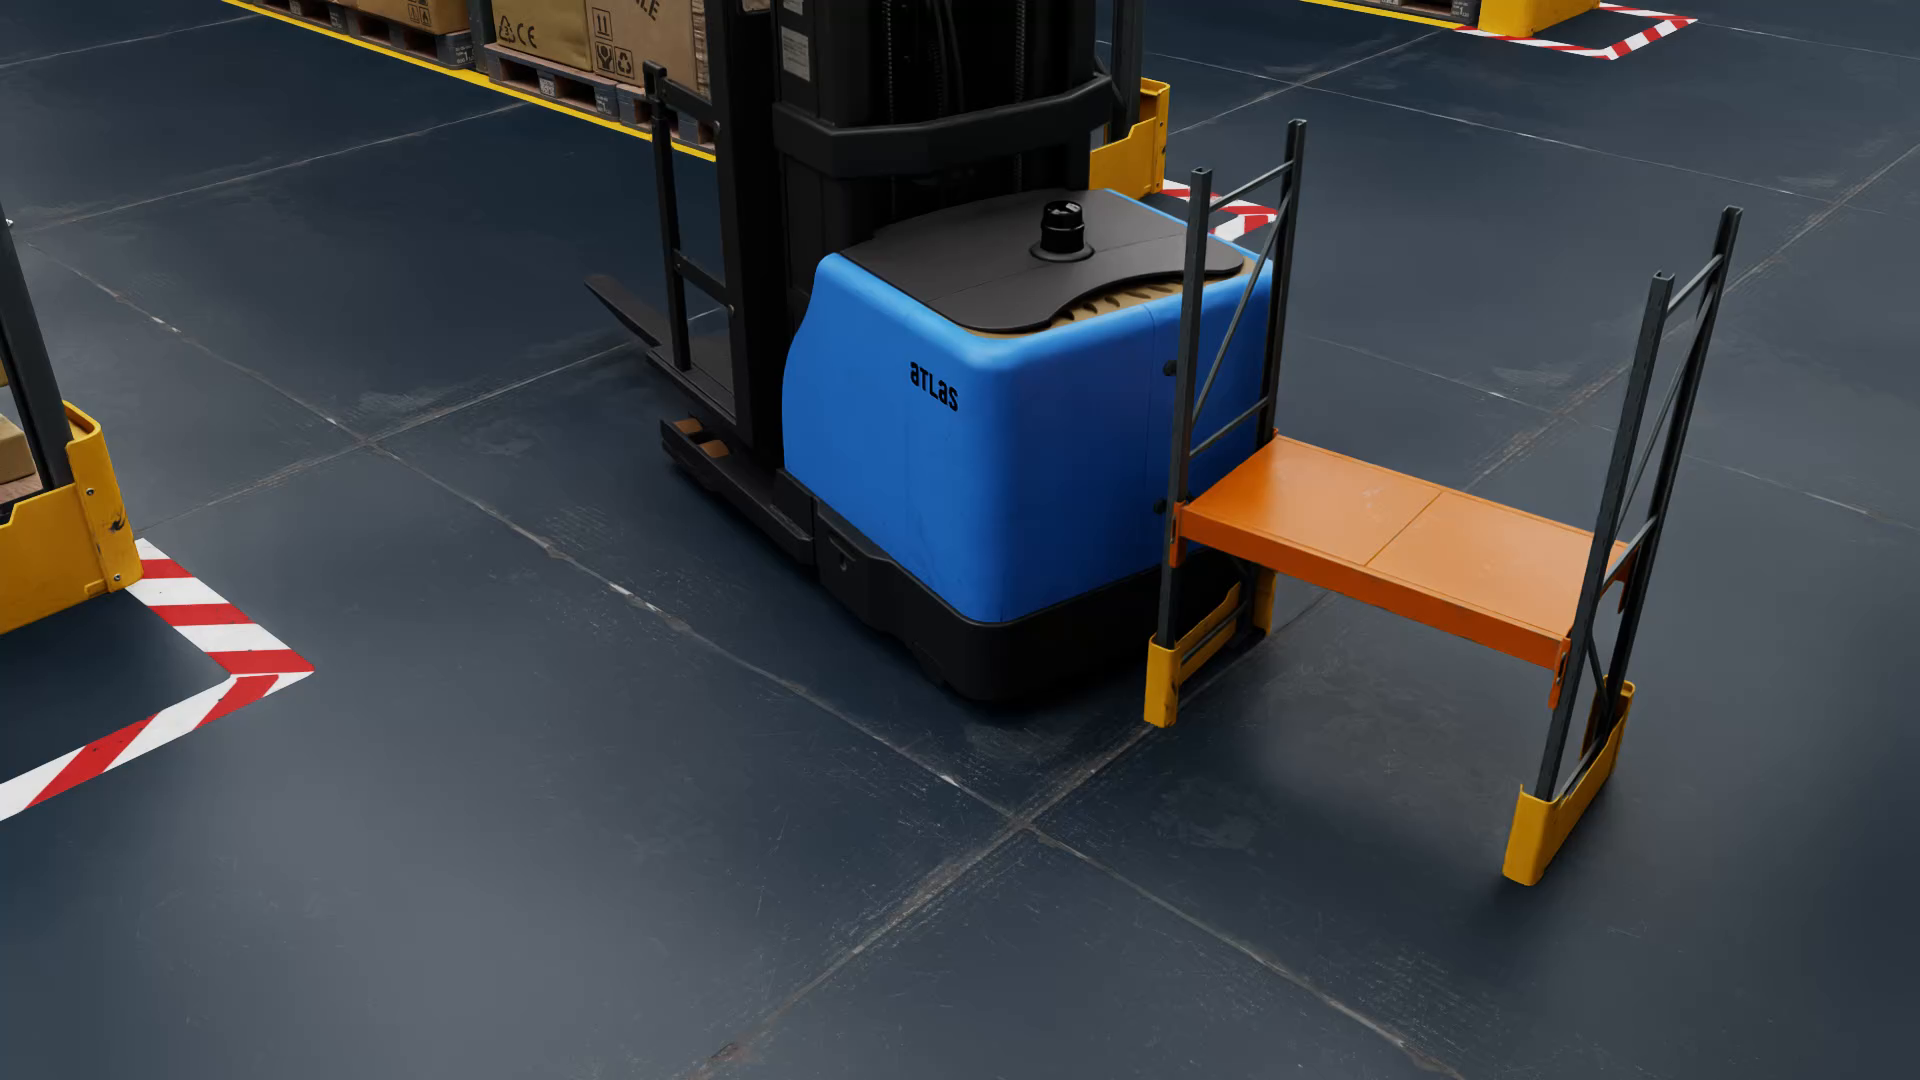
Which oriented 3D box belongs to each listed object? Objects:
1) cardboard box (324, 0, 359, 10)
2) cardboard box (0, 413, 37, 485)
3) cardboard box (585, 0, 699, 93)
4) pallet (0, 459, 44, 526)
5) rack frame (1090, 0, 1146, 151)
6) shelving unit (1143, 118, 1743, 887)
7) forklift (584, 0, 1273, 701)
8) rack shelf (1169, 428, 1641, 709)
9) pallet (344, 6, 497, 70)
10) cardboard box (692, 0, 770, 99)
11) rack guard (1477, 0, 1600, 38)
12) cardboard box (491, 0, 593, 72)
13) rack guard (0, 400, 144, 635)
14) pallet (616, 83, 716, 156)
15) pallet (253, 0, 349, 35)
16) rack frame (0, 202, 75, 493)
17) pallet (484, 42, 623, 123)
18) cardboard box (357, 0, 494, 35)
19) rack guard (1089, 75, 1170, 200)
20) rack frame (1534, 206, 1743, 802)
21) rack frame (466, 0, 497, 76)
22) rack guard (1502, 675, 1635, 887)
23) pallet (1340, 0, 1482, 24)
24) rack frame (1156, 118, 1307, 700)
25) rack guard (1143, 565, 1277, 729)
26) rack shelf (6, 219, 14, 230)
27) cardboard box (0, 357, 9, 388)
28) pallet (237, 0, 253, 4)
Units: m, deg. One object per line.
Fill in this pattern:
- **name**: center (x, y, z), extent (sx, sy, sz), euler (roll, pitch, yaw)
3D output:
- **cardboard box**: center (-3.638, -4.022, 10.675), extent (0.875, 0.875, 1.225), euler (24, 38, 34)
- **cardboard box**: center (-3.098, -0.245, 5.106), extent (0.250, 0.149, 0.380), euler (26, 40, 36)
- **cardboard box**: center (-1.384, -2.928, 8.859), extent (0.875, 0.875, 0.875), euler (25, 39, 35)
- **pallet**: center (-3.560, -0.109, 5.227), extent (1.213, 0.211, 1.003), euler (25, 39, 35)
- **rack frame**: center (0.479, -2.845, 7.067), extent (0.127, 3.000, 1.000), euler (25, 39, 35)
- **shelving unit**: center (1.090, -0.114, 3.986), extent (1.083, 1.500, 0.587), euler (21, 37, 31)
- **forklift**: center (-0.356, -1.544, 4.972), extent (1.130, 2.935, 3.031), euler (-19, 36, -29)
- **rack shelf**: center (1.082, 0.037, 4.083), extent (1.000, 0.185, 0.538), euler (21, 37, 31)
- **pallet**: center (-3.110, -3.273, 10.482), extent (1.213, 0.211, 1.003), euler (25, 39, 35)
- **cardboard box**: center (-0.724, -2.620, 8.347), extent (0.875, 0.875, 0.875), euler (25, 39, 35)
- **rack guard**: center (3.829, -3.664, 10.852), extent (0.348, 0.500, 1.175), euler (25, 39, 35)
- **cardboard box**: center (-2.051, -3.240, 9.376), extent (0.875, 0.875, 0.875), euler (25, 39, 35)
- **rack guard**: center (-2.981, 0.062, 4.663), extent (0.348, 0.500, 1.175), euler (25, 39, 35)
- **pallet**: center (-1.067, -2.319, 8.898), extent (1.213, 0.211, 1.003), euler (25, 39, 35)
- **pallet**: center (-4.019, -3.695, 11.183), extent (1.213, 0.211, 1.003), euler (25, 39, 35)
- **rack frame**: center (-2.925, -0.983, 3.975), extent (0.127, 3.000, 1.000), euler (25, 39, 35)
- **pallet**: center (-1.976, -2.741, 9.599), extent (1.213, 0.211, 1.003), euler (25, 39, 35)
- **cardboard box**: center (-2.975, -3.713, 10.162), extent (0.875, 0.875, 1.225), euler (25, 39, 35)
- **rack guard**: center (0.496, -1.766, 7.698), extent (0.348, 0.500, 1.175), euler (25, 39, 35)
- **rack frame**: center (1.487, 0.042, 3.726), extent (0.032, 1.500, 0.500), euler (21, 37, 31)
- **rack frame**: center (-2.487, -4.229, 9.367), extent (0.127, 3.000, 1.000), euler (25, 39, 35)
- **rack guard**: center (1.486, 0.577, 4.049), extent (0.087, 0.250, 0.587), euler (21, 37, 31)
- **pallet**: center (3.217, -3.844, 11.431), extent (1.213, 0.211, 1.003), euler (25, 39, 35)
- **rack frame**: center (0.678, -0.276, 4.254), extent (0.032, 1.500, 0.500), euler (21, 37, 31)
- **rack guard**: center (0.694, 0.265, 4.567), extent (0.087, 0.250, 0.587), euler (21, 37, 31)
- **rack shelf**: center (-4.407, -1.367, 5.310), extent (4.000, 0.370, 1.077), euler (25, 39, 35)
- **cardboard box**: center (-3.085, -0.508, 4.965), extent (0.250, 0.149, 0.380), euler (23, 38, 33)
- **pallet**: center (-4.919, -4.117, 11.884), extent (1.213, 0.211, 1.003), euler (25, 39, 35)
